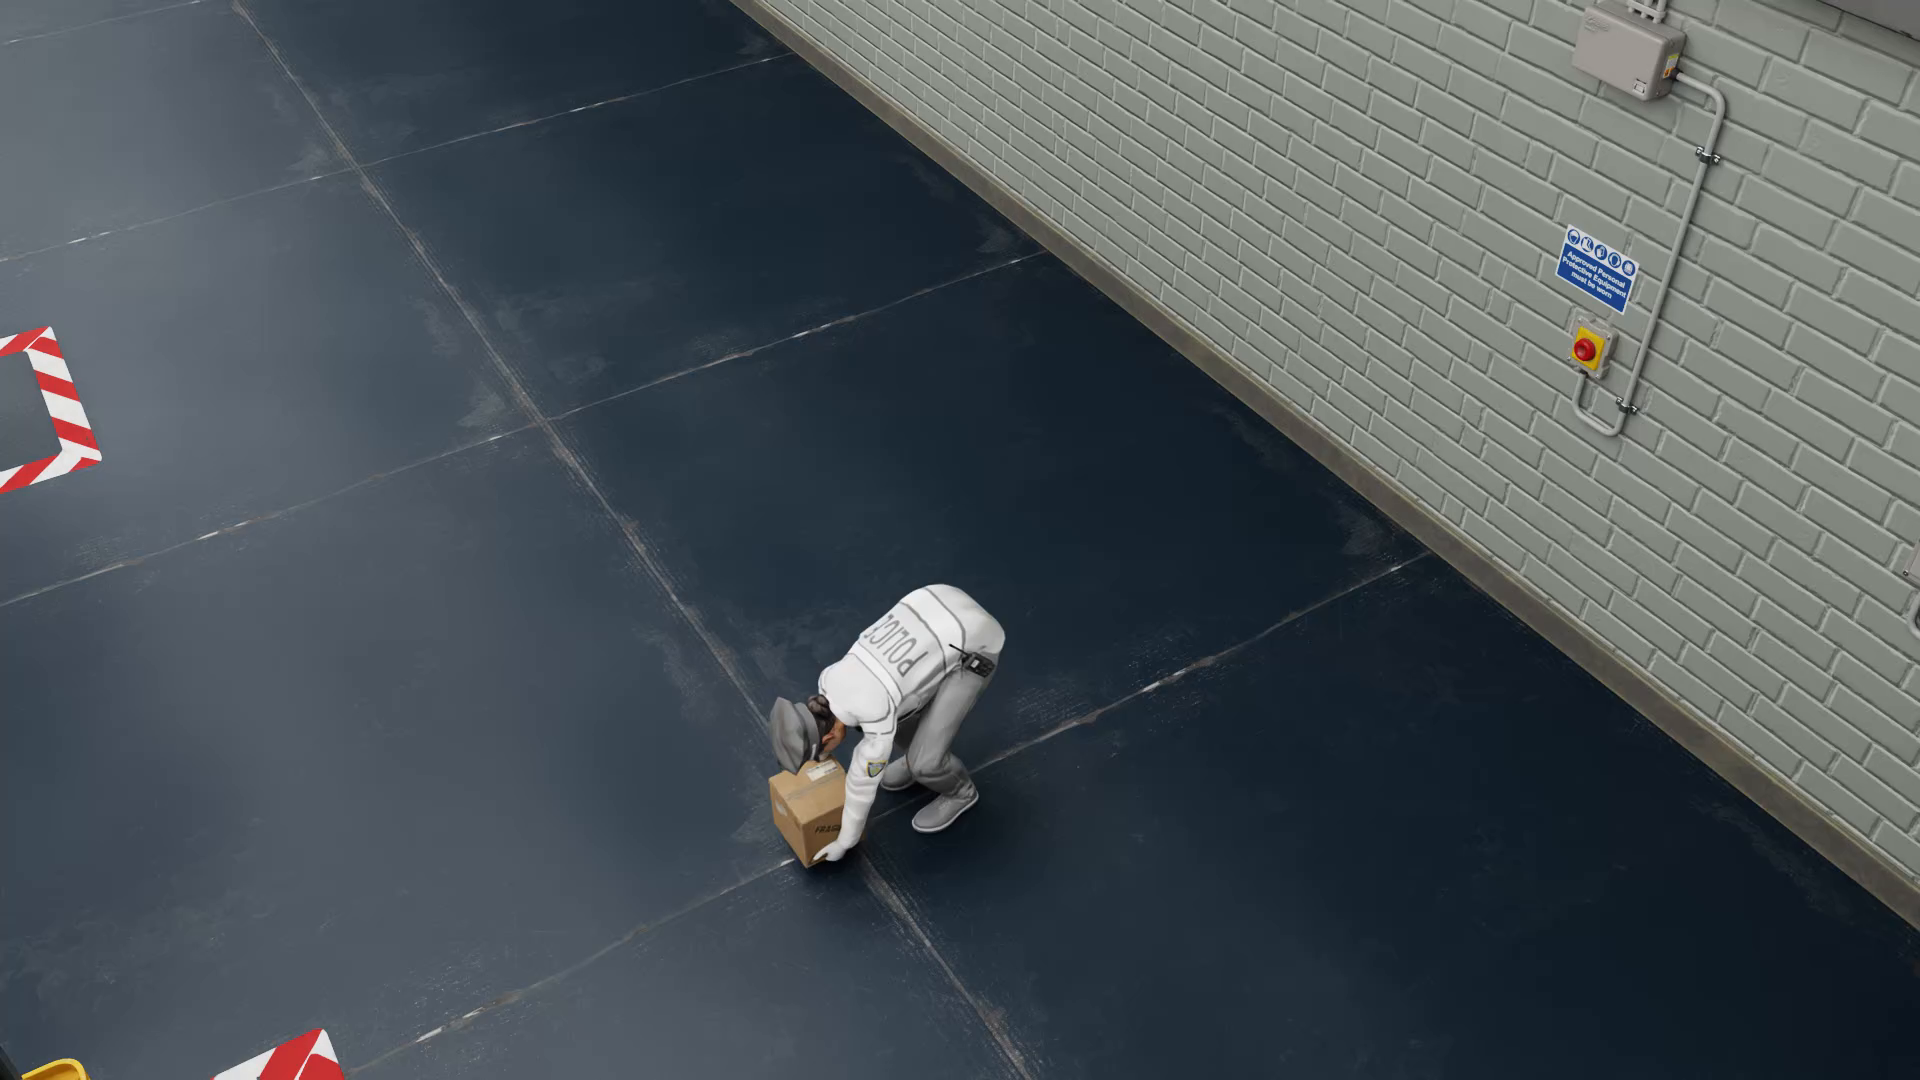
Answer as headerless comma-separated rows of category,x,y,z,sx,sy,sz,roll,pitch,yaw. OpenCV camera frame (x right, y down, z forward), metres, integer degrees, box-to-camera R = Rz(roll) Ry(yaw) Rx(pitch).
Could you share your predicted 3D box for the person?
person,-0.255,0.675,5.940,0.885,0.933,0.452,-25,47,-26
